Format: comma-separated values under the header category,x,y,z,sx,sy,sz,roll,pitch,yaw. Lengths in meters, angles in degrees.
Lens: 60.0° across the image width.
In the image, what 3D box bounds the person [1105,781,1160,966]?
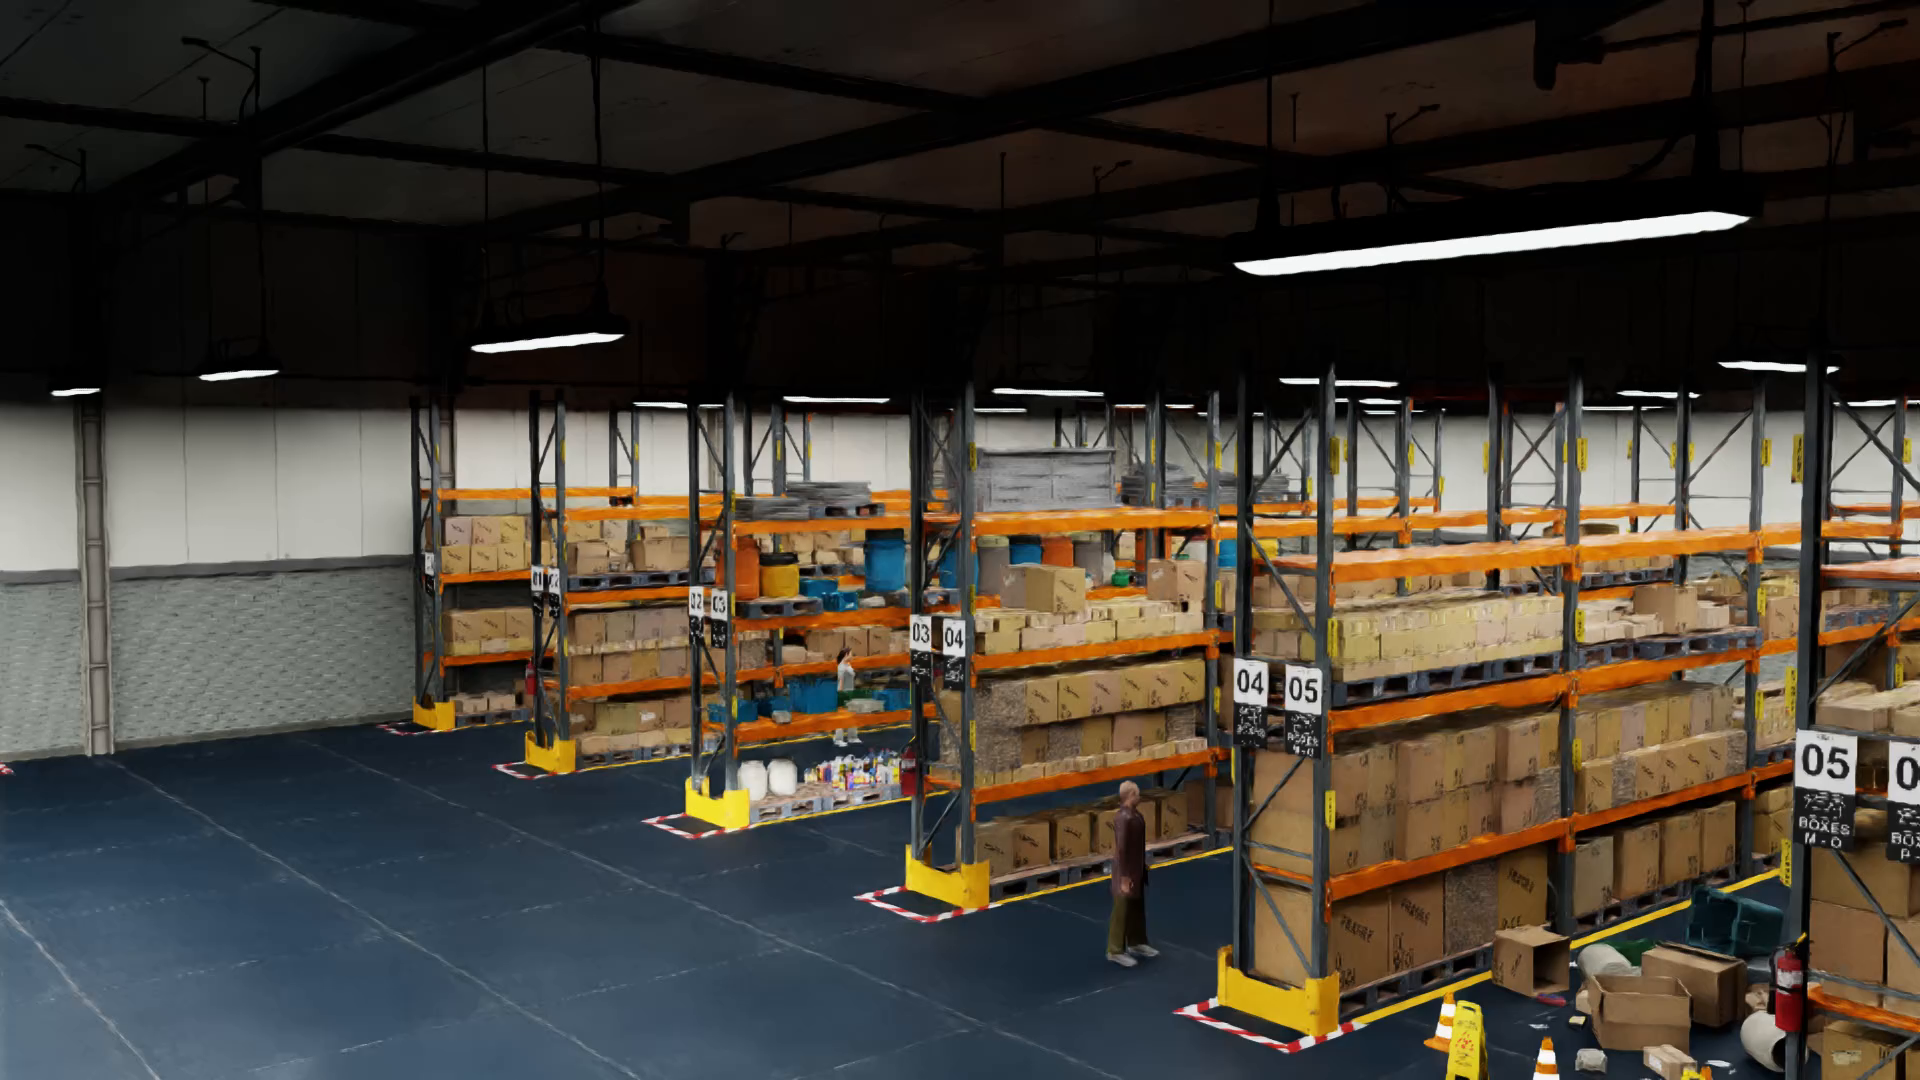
category,x,y,z,sx,sy,sz,roll,pitch,yaw
person,1.726,3.281,16.512,0.504,1.783,0.632,1,4,20

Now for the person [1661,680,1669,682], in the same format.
category,x,y,z,sx,sy,sz,roll,pitch,yaw
person,10.676,2.879,24.988,1.088,1.589,0.456,-3,4,-37

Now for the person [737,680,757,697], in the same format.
category,x,y,z,sx,sy,sz,roll,pitch,yaw
person,-4.209,2.480,31.646,1.097,1.585,0.451,-3,4,-41

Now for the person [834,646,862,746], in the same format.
category,x,y,z,sx,sy,sz,roll,pitch,yaw
person,-1.901,2.646,28.282,0.432,1.677,0.496,1,4,19
